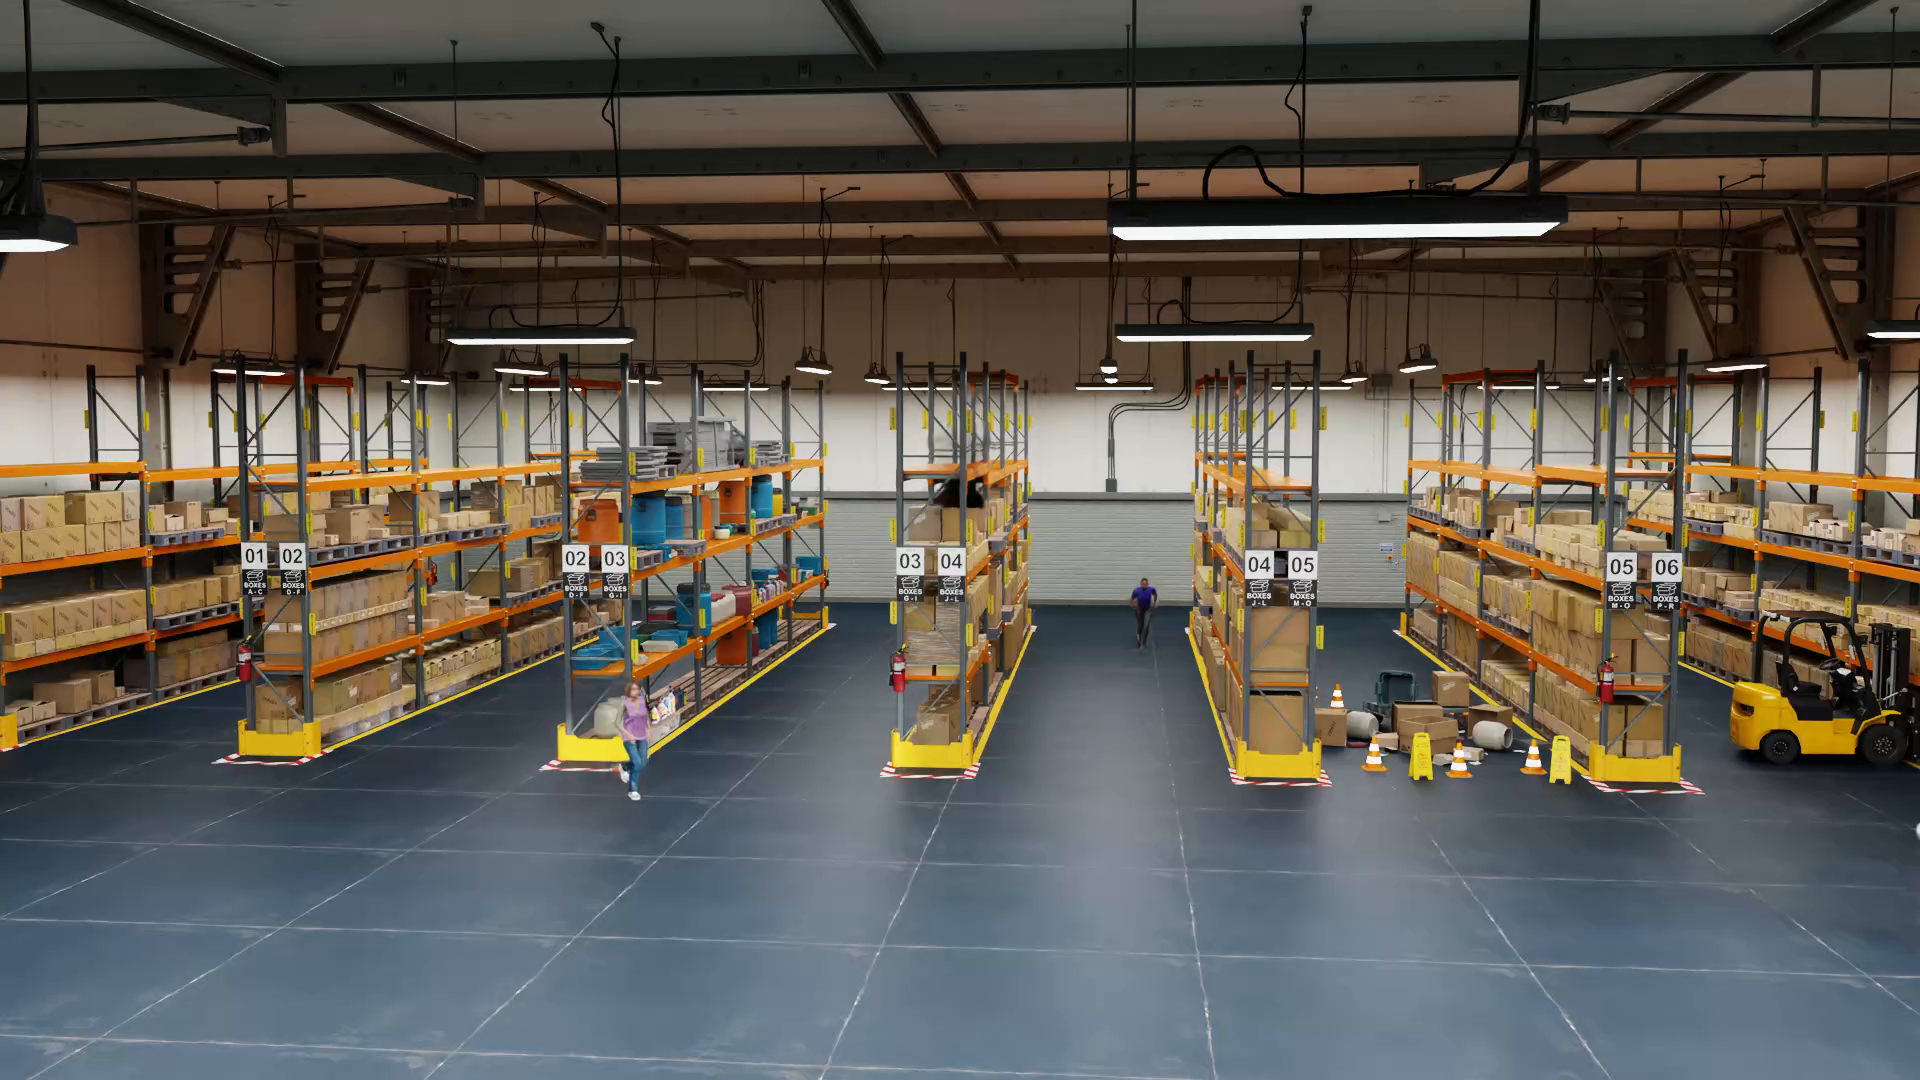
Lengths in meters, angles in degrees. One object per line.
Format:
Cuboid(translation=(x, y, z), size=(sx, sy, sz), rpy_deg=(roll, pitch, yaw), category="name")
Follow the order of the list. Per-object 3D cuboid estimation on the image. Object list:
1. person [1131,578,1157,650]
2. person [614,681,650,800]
Cuboid(translation=(4.061, 1.621, 36.891), size=(0.600, 1.601, 0.956), rpy_deg=(0, 4, -3), category="person")
Cuboid(translation=(-4.386, 2.657, 22.191), size=(0.552, 1.576, 0.606), rpy_deg=(-4, 6, -44), category="person")
